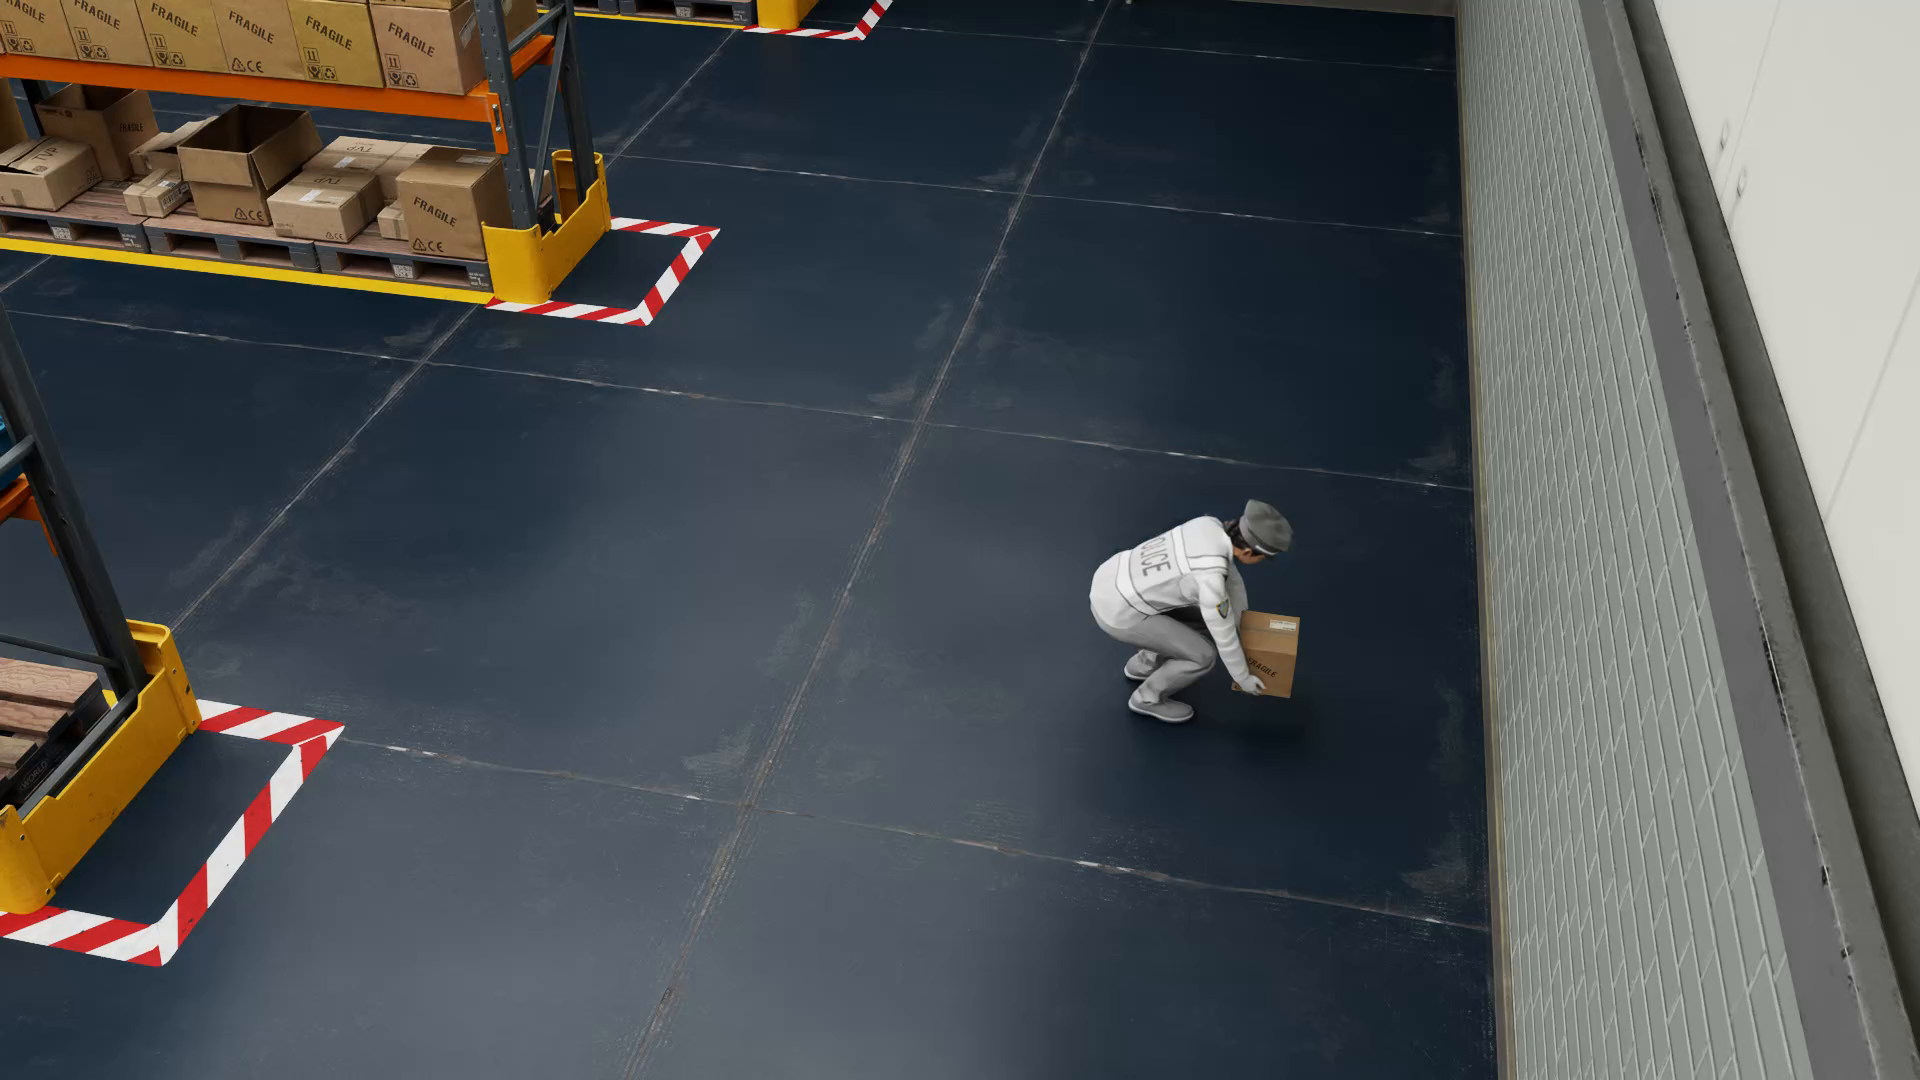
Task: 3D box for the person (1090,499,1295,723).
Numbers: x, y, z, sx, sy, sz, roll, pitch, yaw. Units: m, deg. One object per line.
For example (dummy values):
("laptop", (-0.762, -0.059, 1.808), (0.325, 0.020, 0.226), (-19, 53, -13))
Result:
("person", (0.973, 0.273, 7.128), (0.819, 1.036, 0.497), (7, 37, 10))
